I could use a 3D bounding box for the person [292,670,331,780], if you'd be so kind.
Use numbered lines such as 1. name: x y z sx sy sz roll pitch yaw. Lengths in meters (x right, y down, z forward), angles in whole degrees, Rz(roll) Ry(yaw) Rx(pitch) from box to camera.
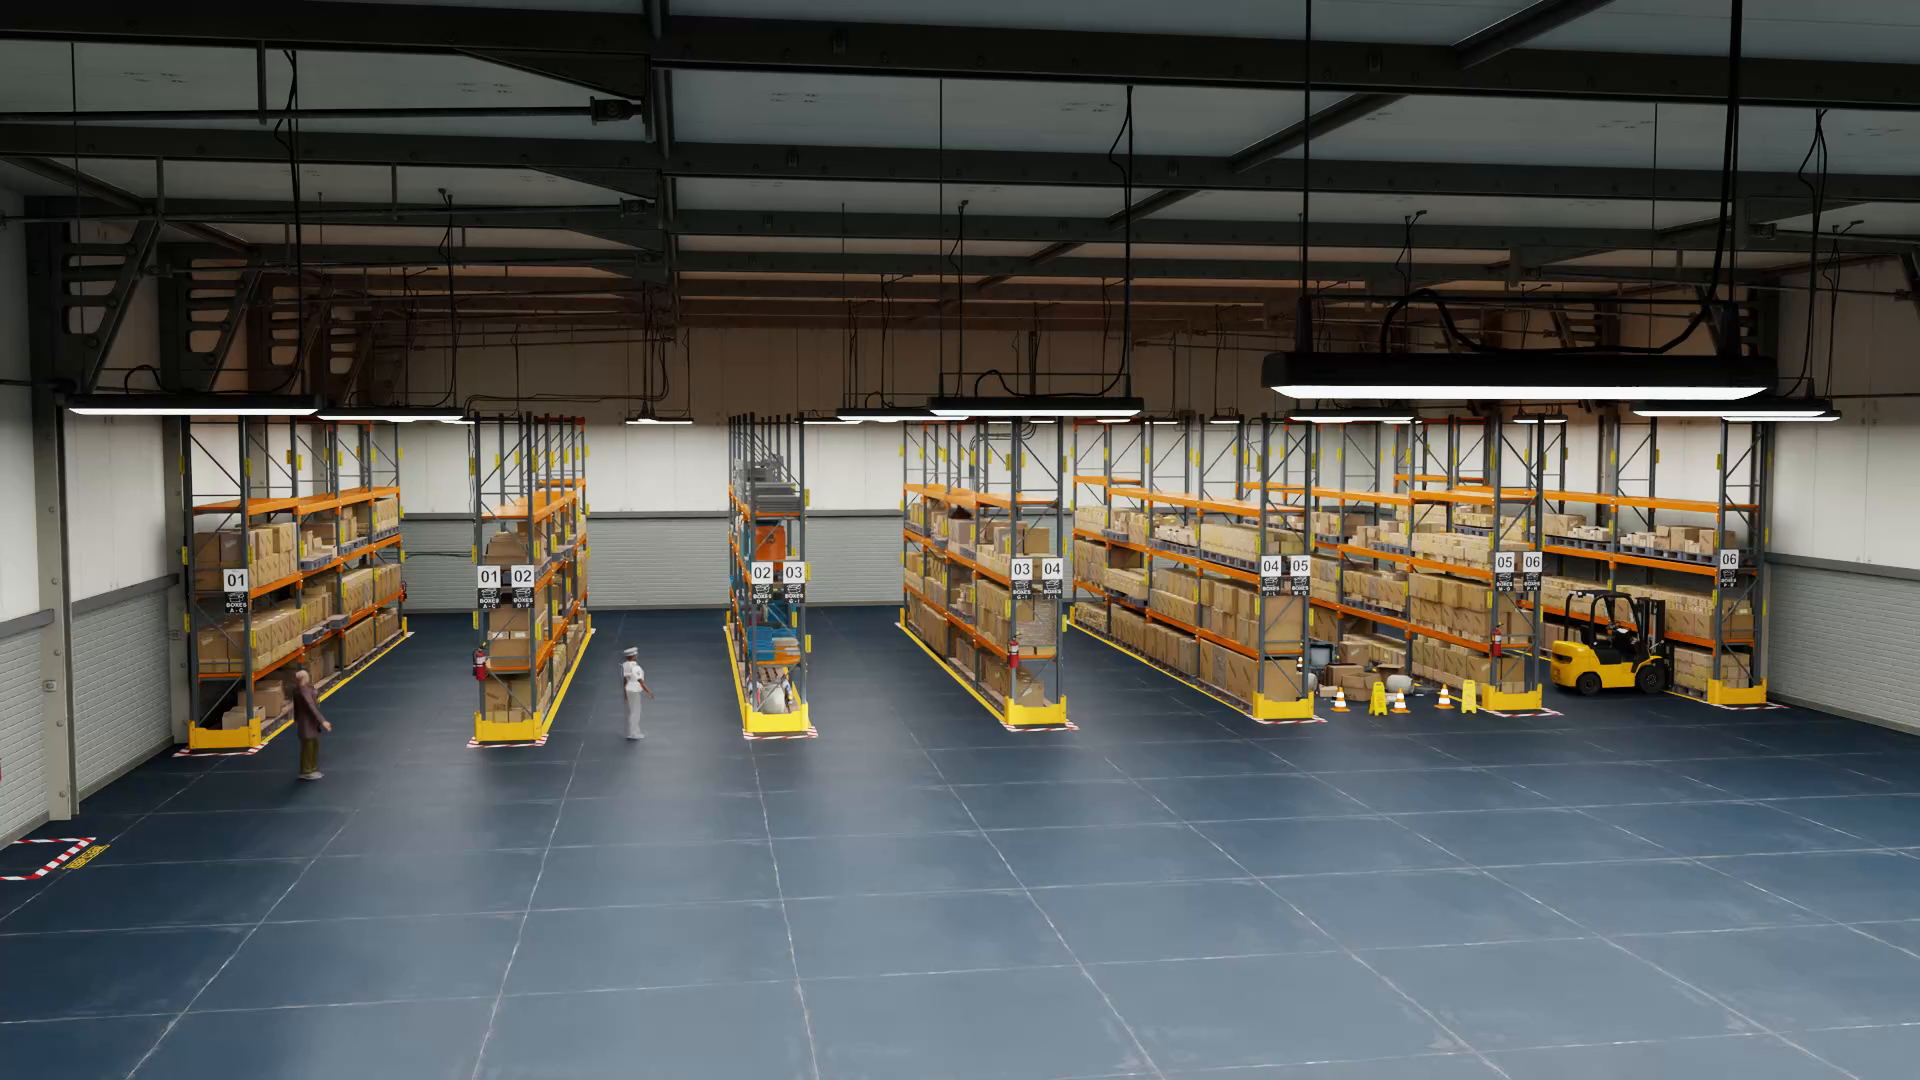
1. person: -10.536 3.015 27.051 0.638 1.817 0.621 -1 4 -12

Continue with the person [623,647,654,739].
1. person: -5.918 2.823 30.594 0.559 1.701 0.488 -1 4 -12

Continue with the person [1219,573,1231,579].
1. person: 8.129 1.394 50.612 0.527 1.749 0.612 0 4 4

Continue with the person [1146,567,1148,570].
1. person: 5.445 1.624 47.975 0.352 1.685 0.463 1 4 8
